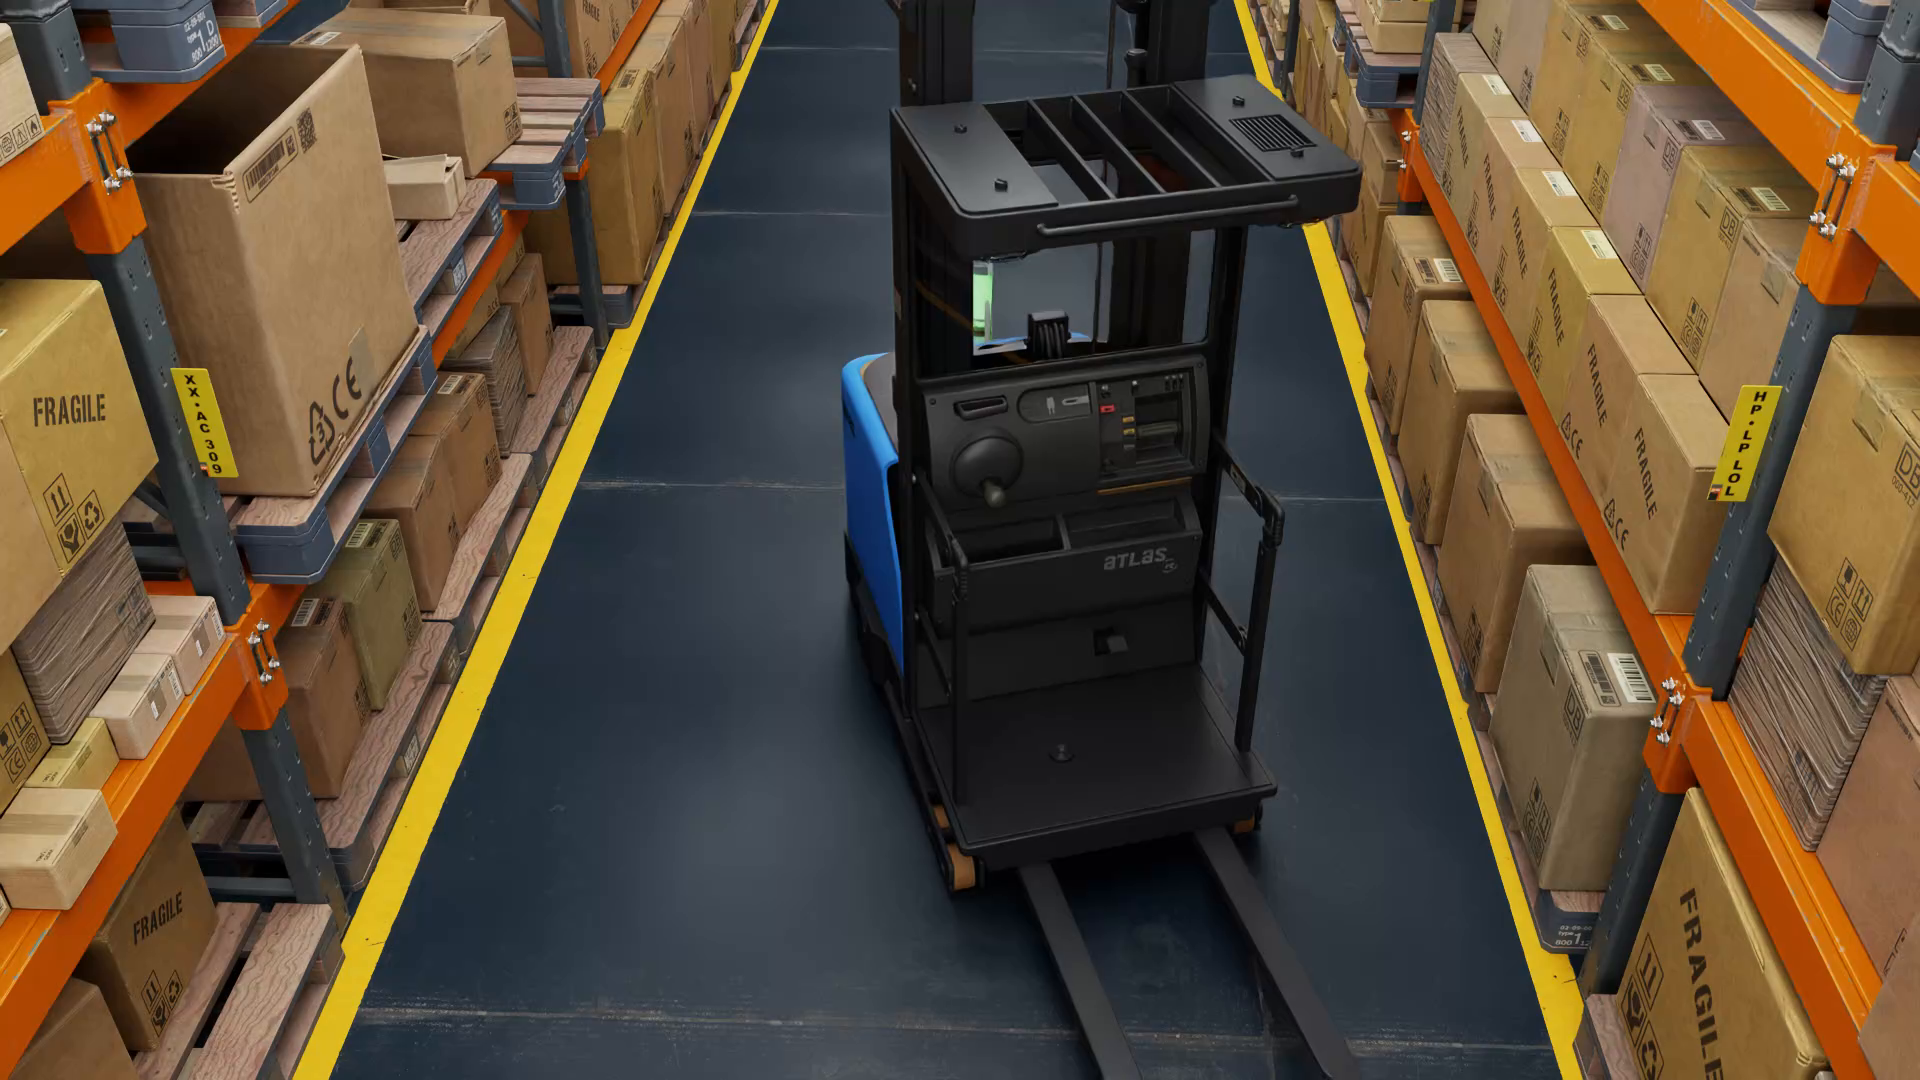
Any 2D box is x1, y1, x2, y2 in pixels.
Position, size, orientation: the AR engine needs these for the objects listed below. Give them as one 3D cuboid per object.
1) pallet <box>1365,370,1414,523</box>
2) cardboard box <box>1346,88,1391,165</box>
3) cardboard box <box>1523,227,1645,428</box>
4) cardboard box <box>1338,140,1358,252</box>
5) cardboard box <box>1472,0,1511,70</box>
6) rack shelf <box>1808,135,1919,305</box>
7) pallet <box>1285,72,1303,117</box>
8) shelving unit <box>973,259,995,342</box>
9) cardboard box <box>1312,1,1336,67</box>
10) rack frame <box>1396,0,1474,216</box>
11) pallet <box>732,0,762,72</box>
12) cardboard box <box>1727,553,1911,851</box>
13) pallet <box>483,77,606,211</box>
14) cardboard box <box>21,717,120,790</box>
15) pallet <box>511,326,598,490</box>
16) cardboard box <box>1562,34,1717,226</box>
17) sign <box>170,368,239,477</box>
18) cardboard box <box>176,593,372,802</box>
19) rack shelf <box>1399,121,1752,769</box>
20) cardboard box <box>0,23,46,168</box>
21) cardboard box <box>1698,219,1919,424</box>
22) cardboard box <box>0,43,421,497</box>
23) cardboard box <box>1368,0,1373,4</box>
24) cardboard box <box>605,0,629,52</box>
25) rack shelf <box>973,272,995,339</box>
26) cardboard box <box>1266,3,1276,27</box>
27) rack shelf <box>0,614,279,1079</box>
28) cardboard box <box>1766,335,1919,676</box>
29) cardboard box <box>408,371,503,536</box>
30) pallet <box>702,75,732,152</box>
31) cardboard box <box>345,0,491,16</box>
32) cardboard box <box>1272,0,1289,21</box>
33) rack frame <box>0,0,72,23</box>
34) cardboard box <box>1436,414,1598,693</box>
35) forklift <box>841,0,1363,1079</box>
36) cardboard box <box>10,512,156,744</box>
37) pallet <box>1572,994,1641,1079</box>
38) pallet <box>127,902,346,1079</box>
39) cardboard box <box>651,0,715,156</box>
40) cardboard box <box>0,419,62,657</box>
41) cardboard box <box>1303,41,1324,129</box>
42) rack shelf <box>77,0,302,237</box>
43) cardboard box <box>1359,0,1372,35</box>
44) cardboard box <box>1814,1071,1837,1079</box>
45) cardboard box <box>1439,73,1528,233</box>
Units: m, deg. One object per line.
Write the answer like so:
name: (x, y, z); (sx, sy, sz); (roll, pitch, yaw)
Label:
pallet: (2.500, -0.489, 7.762); (1.003, 0.211, 1.213); (1, 35, 2)
cardboard box: (2.382, -2.226, 8.965); (0.500, 0.250, 0.500); (2, 35, 3)
cardboard box: (2.241, -0.710, 5.565); (0.500, 0.500, 0.500); (2, 35, 2)
cardboard box: (2.397, -1.912, 9.171); (0.500, 0.500, 0.500); (3, 35, 4)
cardboard box: (2.579, -2.273, 6.919); (0.700, 0.500, 0.500); (1, 35, 2)
rack shelf: (2.366, 0.433, 2.041); (1.077, 0.370, 4.000); (1, 35, 2)
pallet: (2.738, -2.791, 11.037); (1.003, 0.211, 1.213); (1, 35, 2)
shelving unit: (0.007, -0.586, 7.040); (0.258, 1.200, 0.503); (1, 35, 2)
cardboard box: (2.455, -3.110, 10.224); (0.500, 0.250, 0.500); (2, 35, 3)
rack frame: (2.607, -2.081, 7.602); (1.000, 3.000, 0.127); (1, 35, 2)
pallet: (-2.075, -3.846, 12.539); (1.003, 0.211, 1.213); (1, 35, 2)
cardboard box: (2.444, 0.368, 3.987); (0.875, 0.550, 0.550); (1, 35, 2)
pallet: (-2.267, -1.763, 7.317); (1.213, 0.211, 1.003); (1, 35, 2)
cardboard box: (-2.310, 0.563, 4.058); (0.380, 0.149, 0.250); (1, 35, 2)
pallet: (-2.378, -0.664, 8.011); (1.003, 0.211, 1.213); (1, 35, 2)
cardboard box: (2.521, -1.394, 5.668); (0.700, 0.500, 0.500); (1, 35, 1)
sign: (-1.963, -0.301, 4.317); (0.100, 0.325, 0.005); (1, 35, 2)
cardboard box: (-2.459, 0.535, 5.671); (0.700, 0.500, 0.500); (-1, 35, -2)
rack shelf: (2.527, -0.637, 6.174); (1.077, 0.370, 4.000); (1, 35, 2)
cardboard box: (-2.263, -0.853, 3.377); (0.500, 0.250, 0.500); (3, 35, 4)
cardboard box: (2.460, -0.518, 4.422); (0.700, 0.500, 0.500); (1, 35, 1)
cardboard box: (-2.334, -0.826, 4.929); (1.000, 1.000, 1.000); (2, 35, 2)
cardboard box: (2.181, -2.719, 8.105); (0.380, 0.149, 0.250); (3, 35, 4)
cardboard box: (-2.035, -2.864, 8.629); (0.500, 0.500, 0.500); (0, 35, 1)
rack shelf: (0.007, -0.926, 6.801); (0.258, 0.148, 0.480); (1, 35, 2)
cardboard box: (2.483, -3.918, 12.331); (0.380, 0.149, 0.250); (0, 35, 0)
rack shelf: (-2.586, 1.488, 3.150); (1.077, 0.370, 4.000); (1, 35, 2)
cardboard box: (2.397, -0.075, 3.678); (0.875, 0.550, 0.550); (1, 35, 2)
cardboard box: (-2.377, -0.380, 6.974); (0.700, 0.500, 0.500); (4, 35, 6)
pallet: (-2.140, -2.966, 11.286); (1.003, 0.211, 1.213); (1, 35, 2)
cardboard box: (-2.327, -2.155, 7.255); (0.500, 0.500, 0.500); (-3, 35, -4)
cardboard box: (2.461, -3.850, 11.975); (0.380, 0.149, 0.250); (0, 35, 0)
rack frame: (-2.505, -2.410, 2.853); (1.000, 3.000, 0.127); (1, 35, 2)
cardboard box: (2.424, 0.053, 6.157); (1.050, 0.750, 0.750); (1, 35, 2)
forklift: (0.406, -0.276, 5.094); (1.130, 2.935, 3.031); (-9, 36, -12)
cardboard box: (-2.585, 0.139, 4.098); (0.875, 0.500, 0.500); (1, 35, 2)
pallet: (2.338, 1.793, 4.515); (1.003, 0.211, 1.213); (1, 35, 2)
pallet: (-2.497, 1.572, 4.829); (1.003, 0.211, 1.213); (1, 35, 2)
cardboard box: (-2.225, -2.973, 10.353); (1.225, 0.875, 0.875); (0, 35, 0)
cardboard box: (-2.267, 0.025, 3.390); (0.500, 0.500, 0.500); (1, 35, 2)
cardboard box: (2.453, -2.806, 10.442); (0.500, 0.500, 0.500); (3, 35, 4)
rack shelf: (-2.425, -2.037, 5.557); (1.077, 0.370, 4.000); (1, 35, 2)
cardboard box: (2.179, -2.587, 8.175); (0.380, 0.149, 0.250); (1, 35, 2)
cardboard box: (2.319, 1.792, 3.573); (0.875, 0.875, 0.875); (2, 35, 2)
cardboard box: (2.302, -1.578, 6.799); (0.500, 0.500, 0.500); (1, 35, 1)
